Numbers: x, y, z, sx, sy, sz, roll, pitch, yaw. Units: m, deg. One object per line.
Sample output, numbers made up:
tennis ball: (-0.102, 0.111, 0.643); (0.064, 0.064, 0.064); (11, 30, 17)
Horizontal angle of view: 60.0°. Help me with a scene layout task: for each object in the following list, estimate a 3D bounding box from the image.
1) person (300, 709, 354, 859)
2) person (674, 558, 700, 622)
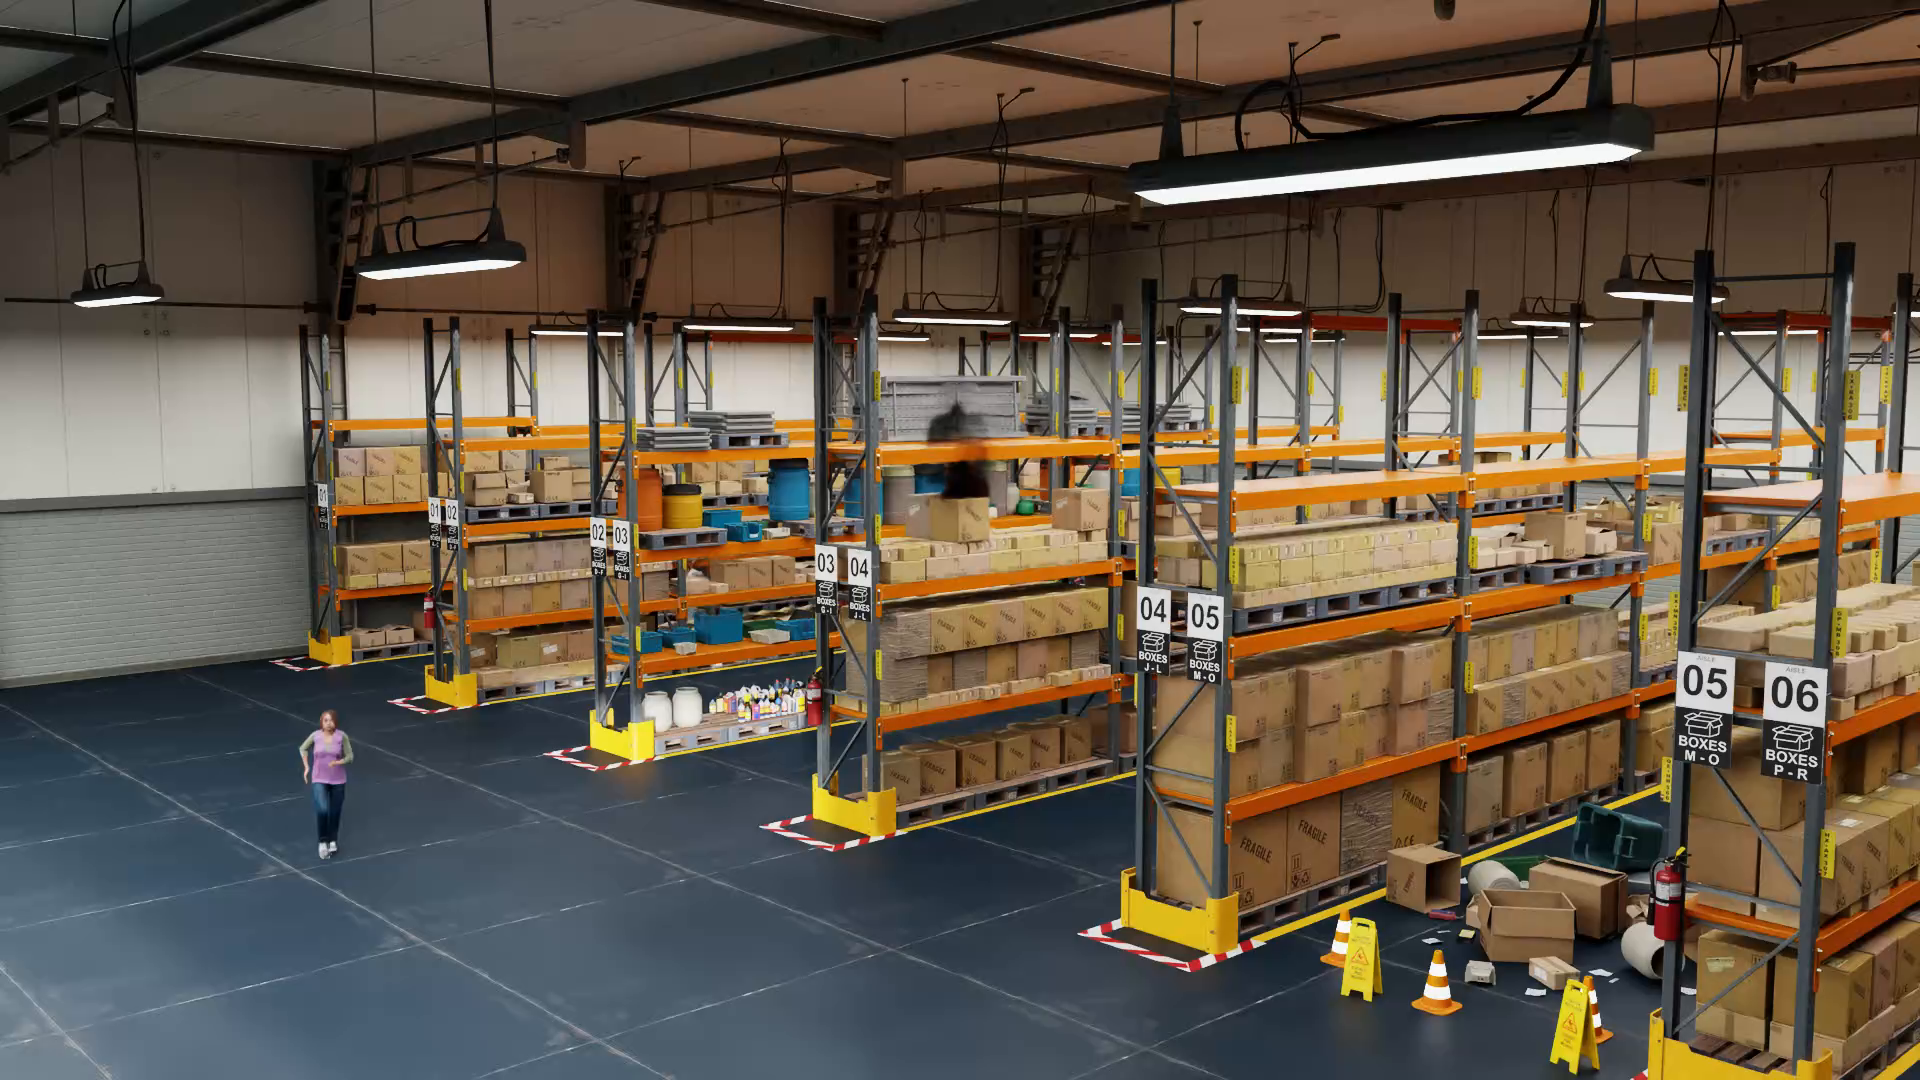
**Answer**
person: (-6.703, 2.587, 17.649); (0.519, 1.585, 0.625); (-3, 6, -25)
person: (-5.096, 1.139, 31.301); (0.657, 1.740, 0.673); (5, 8, 40)
